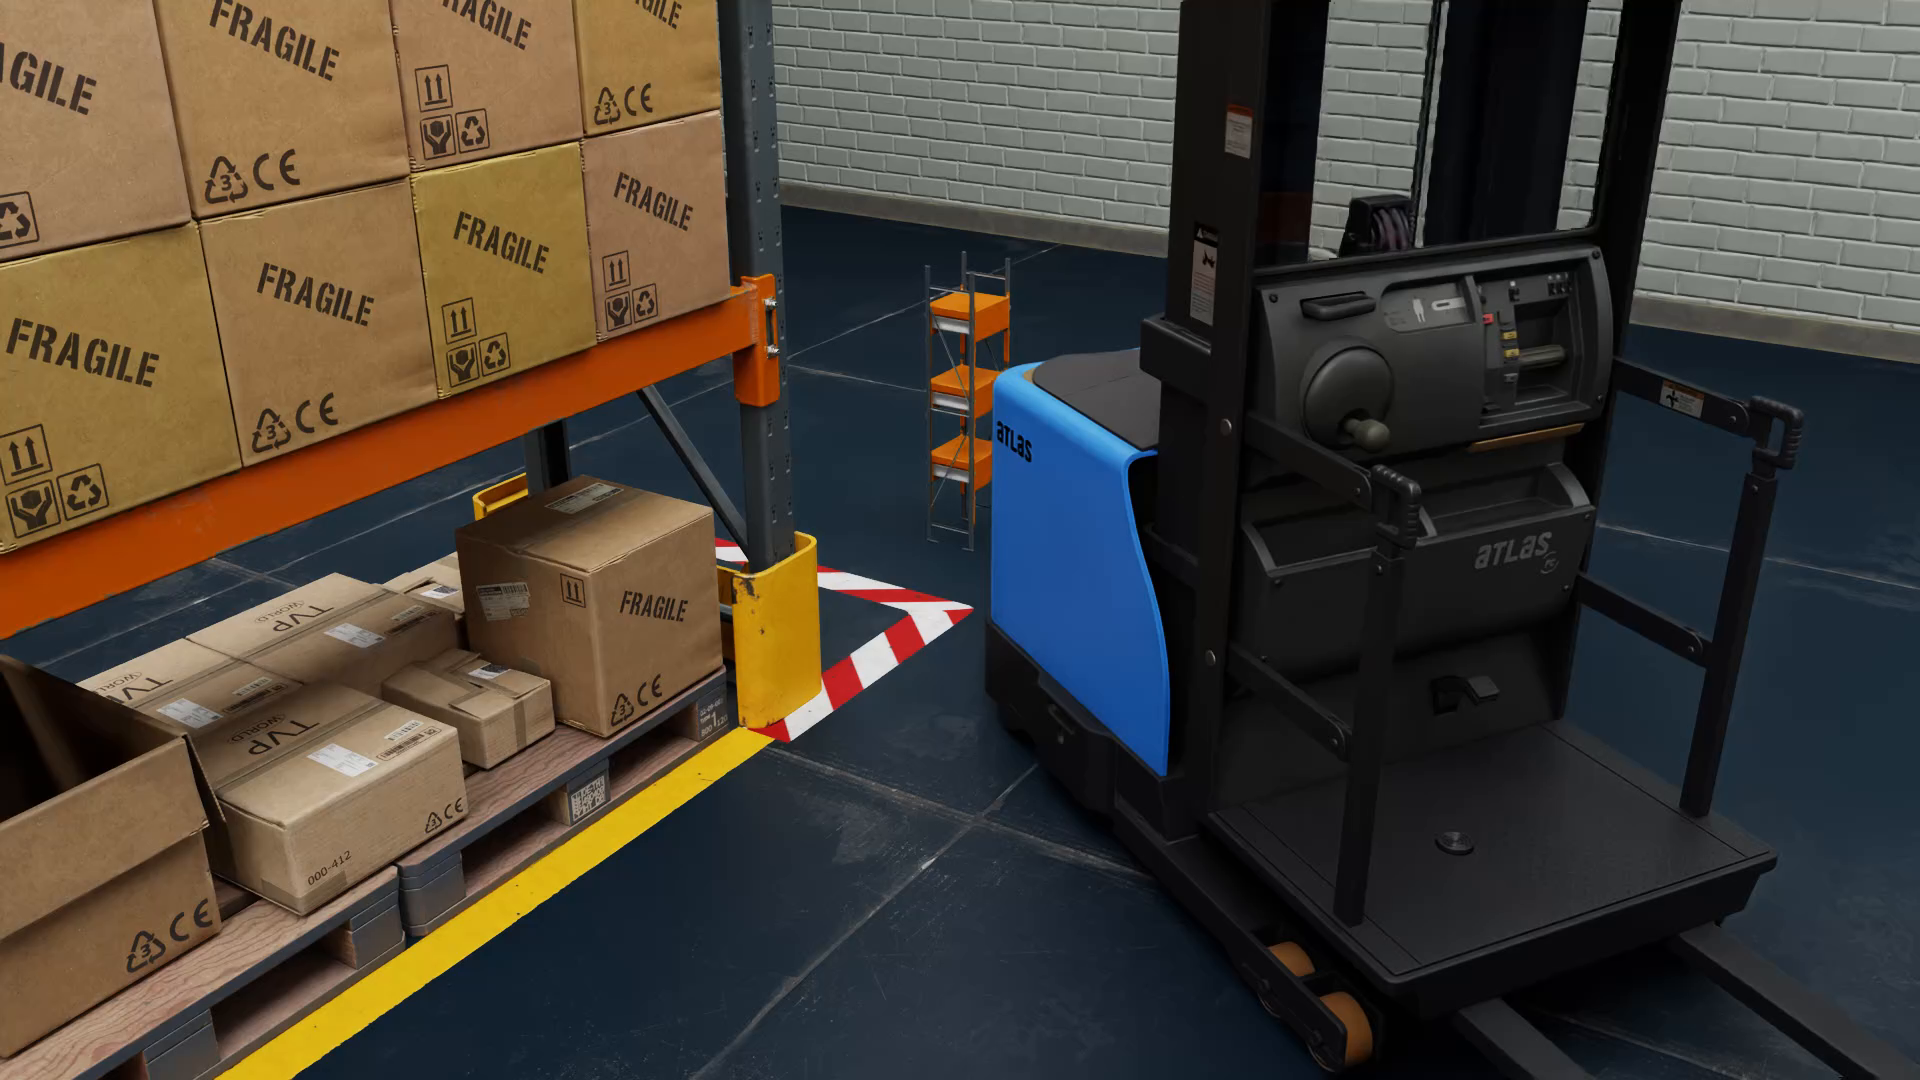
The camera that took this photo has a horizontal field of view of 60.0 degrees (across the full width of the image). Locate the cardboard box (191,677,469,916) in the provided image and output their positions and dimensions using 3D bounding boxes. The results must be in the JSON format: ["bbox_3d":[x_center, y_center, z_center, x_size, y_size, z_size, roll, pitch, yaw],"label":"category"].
[{"bbox_3d":[-1.556,0.599,3.998,0.500,0.250,0.500,14,27,29],"label":"cardboard box"}]

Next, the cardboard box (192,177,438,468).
[{"bbox_3d":[-1.496,-0.505,3.516,0.500,0.500,0.500,14,27,29],"label":"cardboard box"}]

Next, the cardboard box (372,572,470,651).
[{"bbox_3d":[-1.597,0.241,4.929,0.380,0.166,0.250,14,27,29],"label":"cardboard box"}]

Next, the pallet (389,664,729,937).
[{"bbox_3d":[-1.412,0.564,4.682,1.003,0.211,1.213,14,27,29],"label":"pallet"}]

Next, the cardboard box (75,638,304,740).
[{"bbox_3d":[-2.008,0.511,4.201,0.500,0.250,0.500,14,27,29],"label":"cardboard box"}]

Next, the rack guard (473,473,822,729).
[{"bbox_3d":[-0.992,0.162,5.246,1.175,0.500,0.348,14,27,29],"label":"rack guard"}]

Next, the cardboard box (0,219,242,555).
[{"bbox_3d":[-1.762,-0.335,3.123,0.500,0.500,0.500,13,27,28],"label":"cardboard box"}]

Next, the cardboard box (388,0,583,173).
[{"bbox_3d":[-1.219,-1.137,3.716,0.500,0.500,0.500,15,27,30],"label":"cardboard box"}]

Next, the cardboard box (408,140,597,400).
[{"bbox_3d":[-1.228,-0.672,3.902,0.500,0.500,0.500,14,27,29],"label":"cardboard box"}]

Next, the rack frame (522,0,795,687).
[{"bbox_3d":[-0.952,-1.011,4.809,1.000,3.000,0.127,14,27,29],"label":"rack frame"}]

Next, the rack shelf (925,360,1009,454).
[{"bbox_3d":[0.028,-0.490,6.087,0.215,0.259,0.240,14,27,29],"label":"rack shelf"}]

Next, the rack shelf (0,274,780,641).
[{"bbox_3d":[-2.007,-0.005,3.392,1.077,0.370,4.000,14,27,29],"label":"rack shelf"}]

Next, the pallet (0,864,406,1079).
[{"bbox_3d":[-2.057,0.974,3.734,1.003,0.211,1.213,14,27,29],"label":"pallet"}]

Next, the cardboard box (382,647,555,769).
[{"bbox_3d":[-1.320,0.441,4.469,0.380,0.166,0.250,14,27,29],"label":"cardboard box"}]

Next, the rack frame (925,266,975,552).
[{"bbox_3d":[-0.036,-0.459,5.988,0.200,1.050,0.008,14,27,29],"label":"rack frame"}]

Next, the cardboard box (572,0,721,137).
[{"bbox_3d":[-0.954,-1.308,4.110,0.500,0.500,0.500,14,27,29],"label":"cardboard box"}]

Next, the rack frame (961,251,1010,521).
[{"bbox_3d":[0.093,-0.541,6.178,0.200,1.050,0.008,14,27,29],"label":"rack frame"}]

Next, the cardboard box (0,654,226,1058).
[{"bbox_3d":[-2.076,0.648,3.566,0.797,0.503,0.637,14,27,29],"label":"cardboard box"}]

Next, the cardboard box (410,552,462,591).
[{"bbox_3d":[-1.465,0.165,5.128,0.380,0.149,0.250,14,27,29],"label":"cardboard box"}]

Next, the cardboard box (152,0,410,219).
[{"bbox_3d":[-1.489,-0.961,3.309,0.500,0.500,0.500,15,27,30],"label":"cardboard box"}]

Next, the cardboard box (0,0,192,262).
[{"bbox_3d":[-1.760,-0.788,2.909,0.500,0.500,0.500,15,27,31],"label":"cardboard box"}]

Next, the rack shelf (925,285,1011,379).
[{"bbox_3d":[0.028,-0.751,5.975,0.215,0.259,0.240,14,27,29],"label":"rack shelf"}]

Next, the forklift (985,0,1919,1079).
[{"bbox_3d":[1.152,-0.394,3.472,1.130,2.935,3.031,-10,26,-23],"label":"forklift"}]

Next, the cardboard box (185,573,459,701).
[{"bbox_3d":[-1.744,0.342,4.591,0.500,0.250,0.500,14,27,29],"label":"cardboard box"}]

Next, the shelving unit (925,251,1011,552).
[{"bbox_3d":[0.028,-0.500,6.083,0.215,1.050,0.252,14,27,29],"label":"shelving unit"}]

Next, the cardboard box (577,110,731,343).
[{"bbox_3d":[-0.957,-0.848,4.308,0.500,0.500,0.500,15,27,31],"label":"cardboard box"}]

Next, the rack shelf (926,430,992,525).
[{"bbox_3d":[0.028,-0.235,6.198,0.215,0.259,0.240,14,27,29],"label":"rack shelf"}]

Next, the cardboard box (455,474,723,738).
[{"bbox_3d":[-1.030,0.170,4.675,0.500,0.500,0.500,14,27,29],"label":"cardboard box"}]
